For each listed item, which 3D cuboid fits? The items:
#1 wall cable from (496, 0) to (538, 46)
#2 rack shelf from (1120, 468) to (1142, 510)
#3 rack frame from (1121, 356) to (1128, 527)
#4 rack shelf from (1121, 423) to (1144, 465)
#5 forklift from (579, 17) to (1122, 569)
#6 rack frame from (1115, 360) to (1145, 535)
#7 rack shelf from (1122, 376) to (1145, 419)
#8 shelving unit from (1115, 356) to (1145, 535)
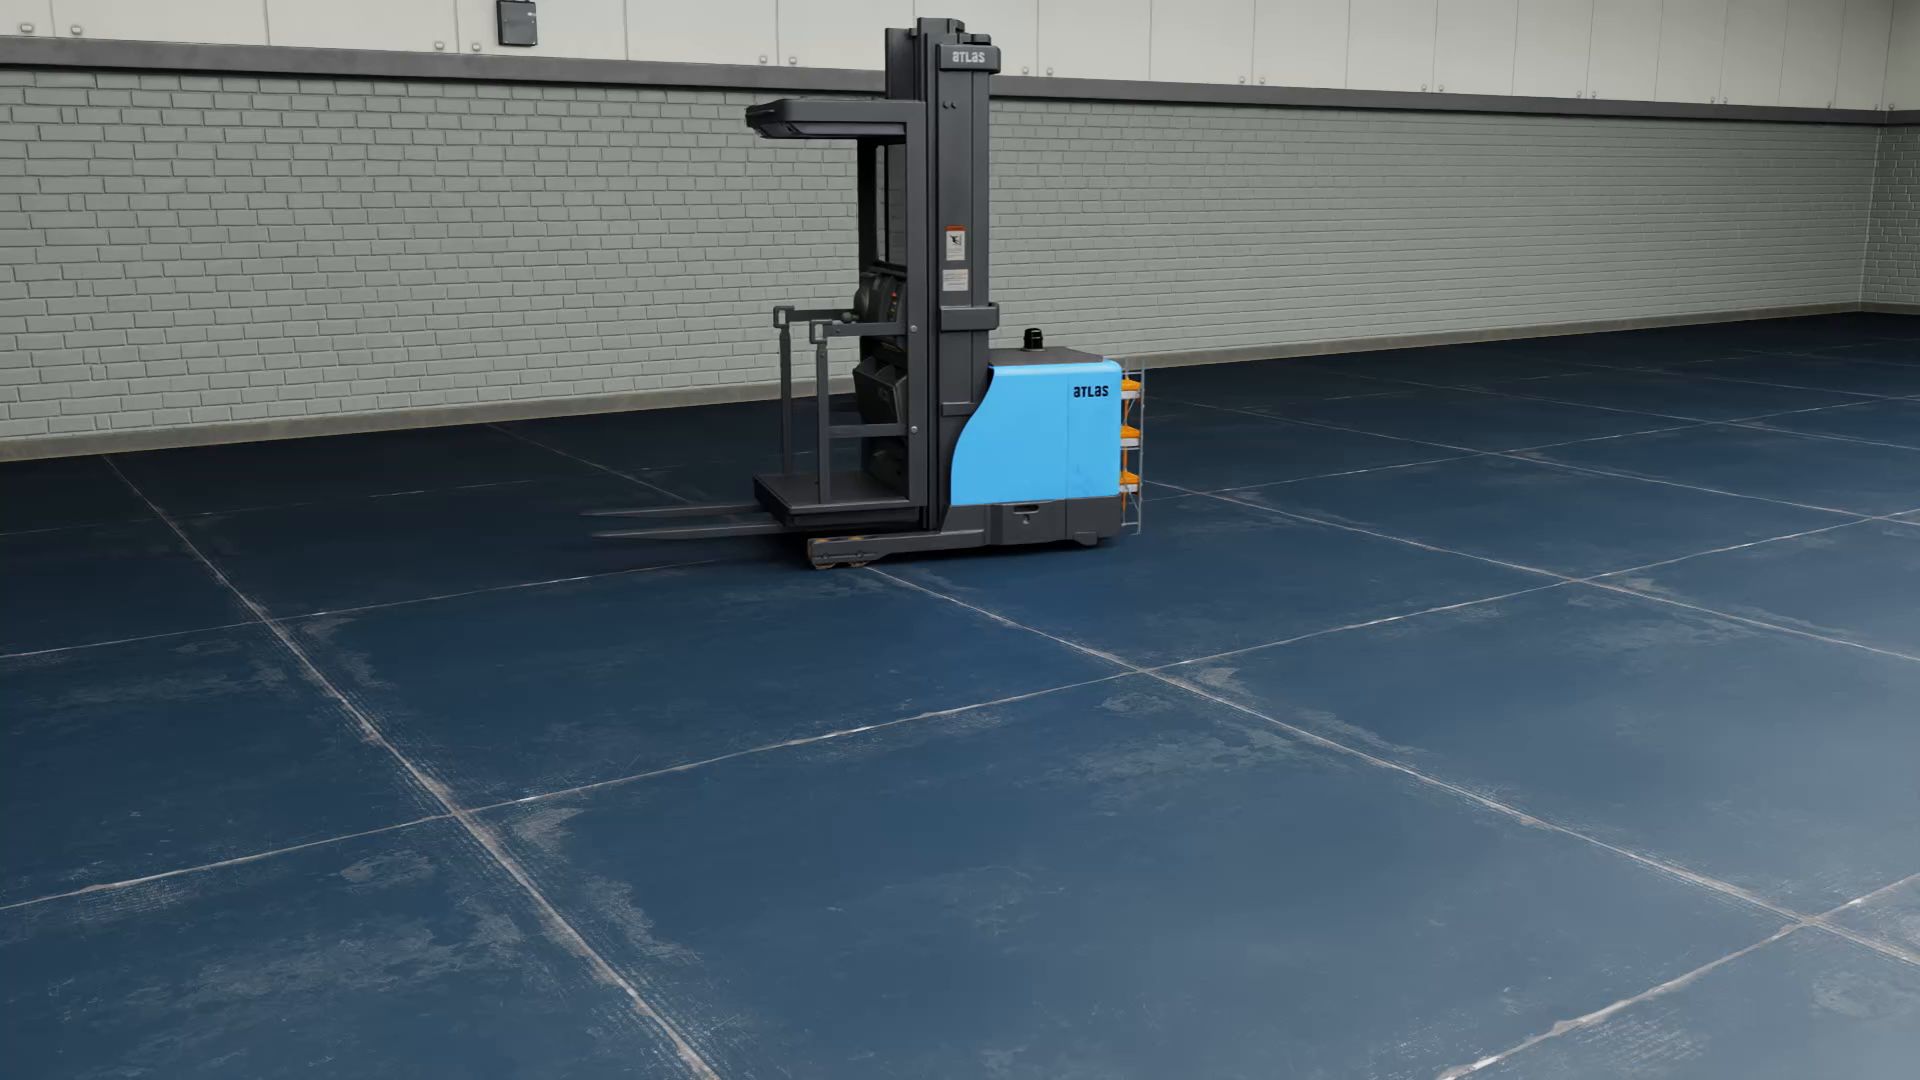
[{"bbox_3d":[-2.906,-7.252,13.999,2.305,6.003,0.169,-8,15,-33],"label":"wall cable"},{"bbox_3d":[0.954,-0.283,10.049,0.215,0.259,0.240,-4,13,-17],"label":"rack shelf"},{"bbox_3d":[0.918,-0.590,10.101,0.200,1.050,0.008,-4,13,-17],"label":"rack frame"},{"bbox_3d":[0.954,-0.555,9.989,0.215,0.259,0.240,-4,13,-17],"label":"rack shelf"},{"bbox_3d":[-0.635,-1.397,9.387,3.031,2.935,1.130,-4,13,-17],"label":"forklift"},{"bbox_3d":[0.990,-0.540,9.873,0.200,1.050,0.008,-4,13,-17],"label":"rack frame"},{"bbox_3d":[0.954,-0.832,9.929,0.215,0.259,0.240,-4,13,-17],"label":"rack shelf"},{"bbox_3d":[0.954,-0.565,9.987,0.215,1.050,0.252,-4,13,-17],"label":"shelving unit"}]
